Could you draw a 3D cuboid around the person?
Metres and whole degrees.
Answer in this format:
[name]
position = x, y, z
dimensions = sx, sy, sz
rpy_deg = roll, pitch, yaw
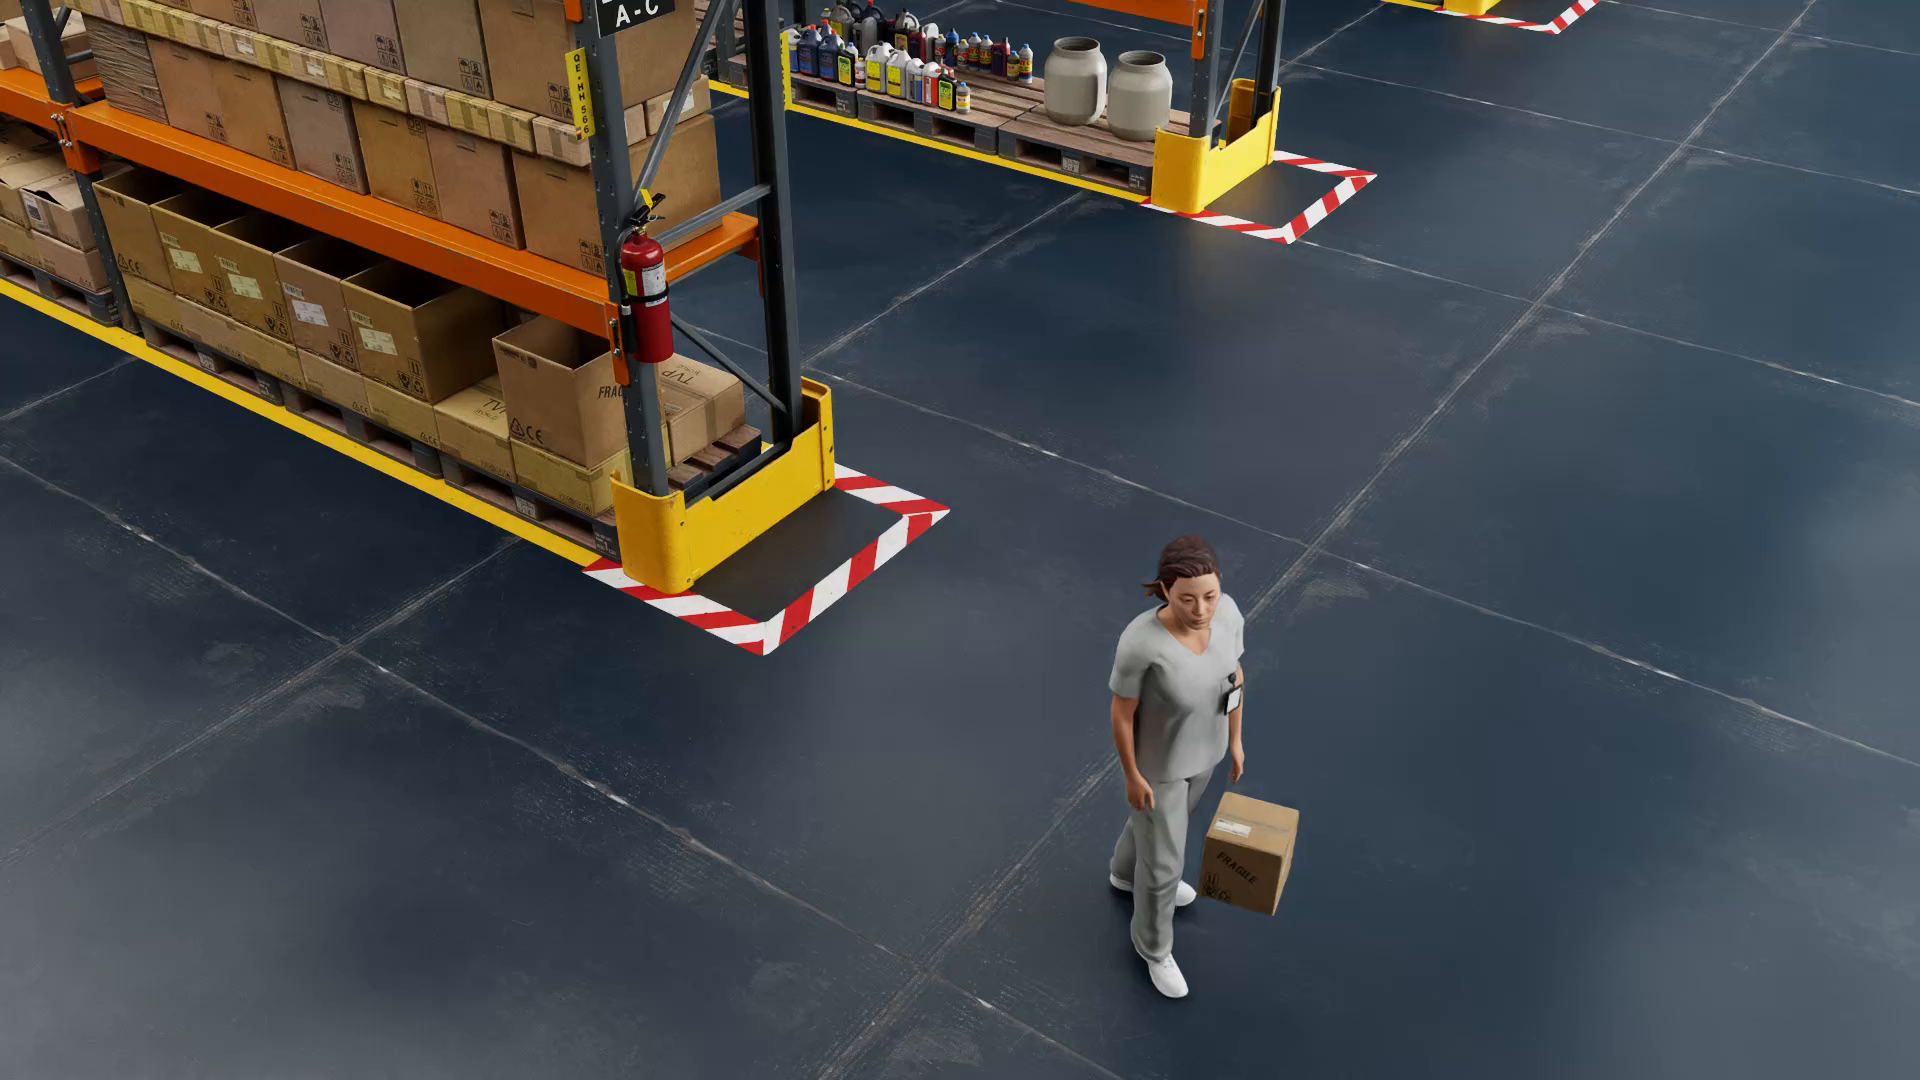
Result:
[person]
position = 0.653, 0.661, 5.197
dimensions = 0.468, 1.662, 0.577
rpy_deg = -20, 39, -26
